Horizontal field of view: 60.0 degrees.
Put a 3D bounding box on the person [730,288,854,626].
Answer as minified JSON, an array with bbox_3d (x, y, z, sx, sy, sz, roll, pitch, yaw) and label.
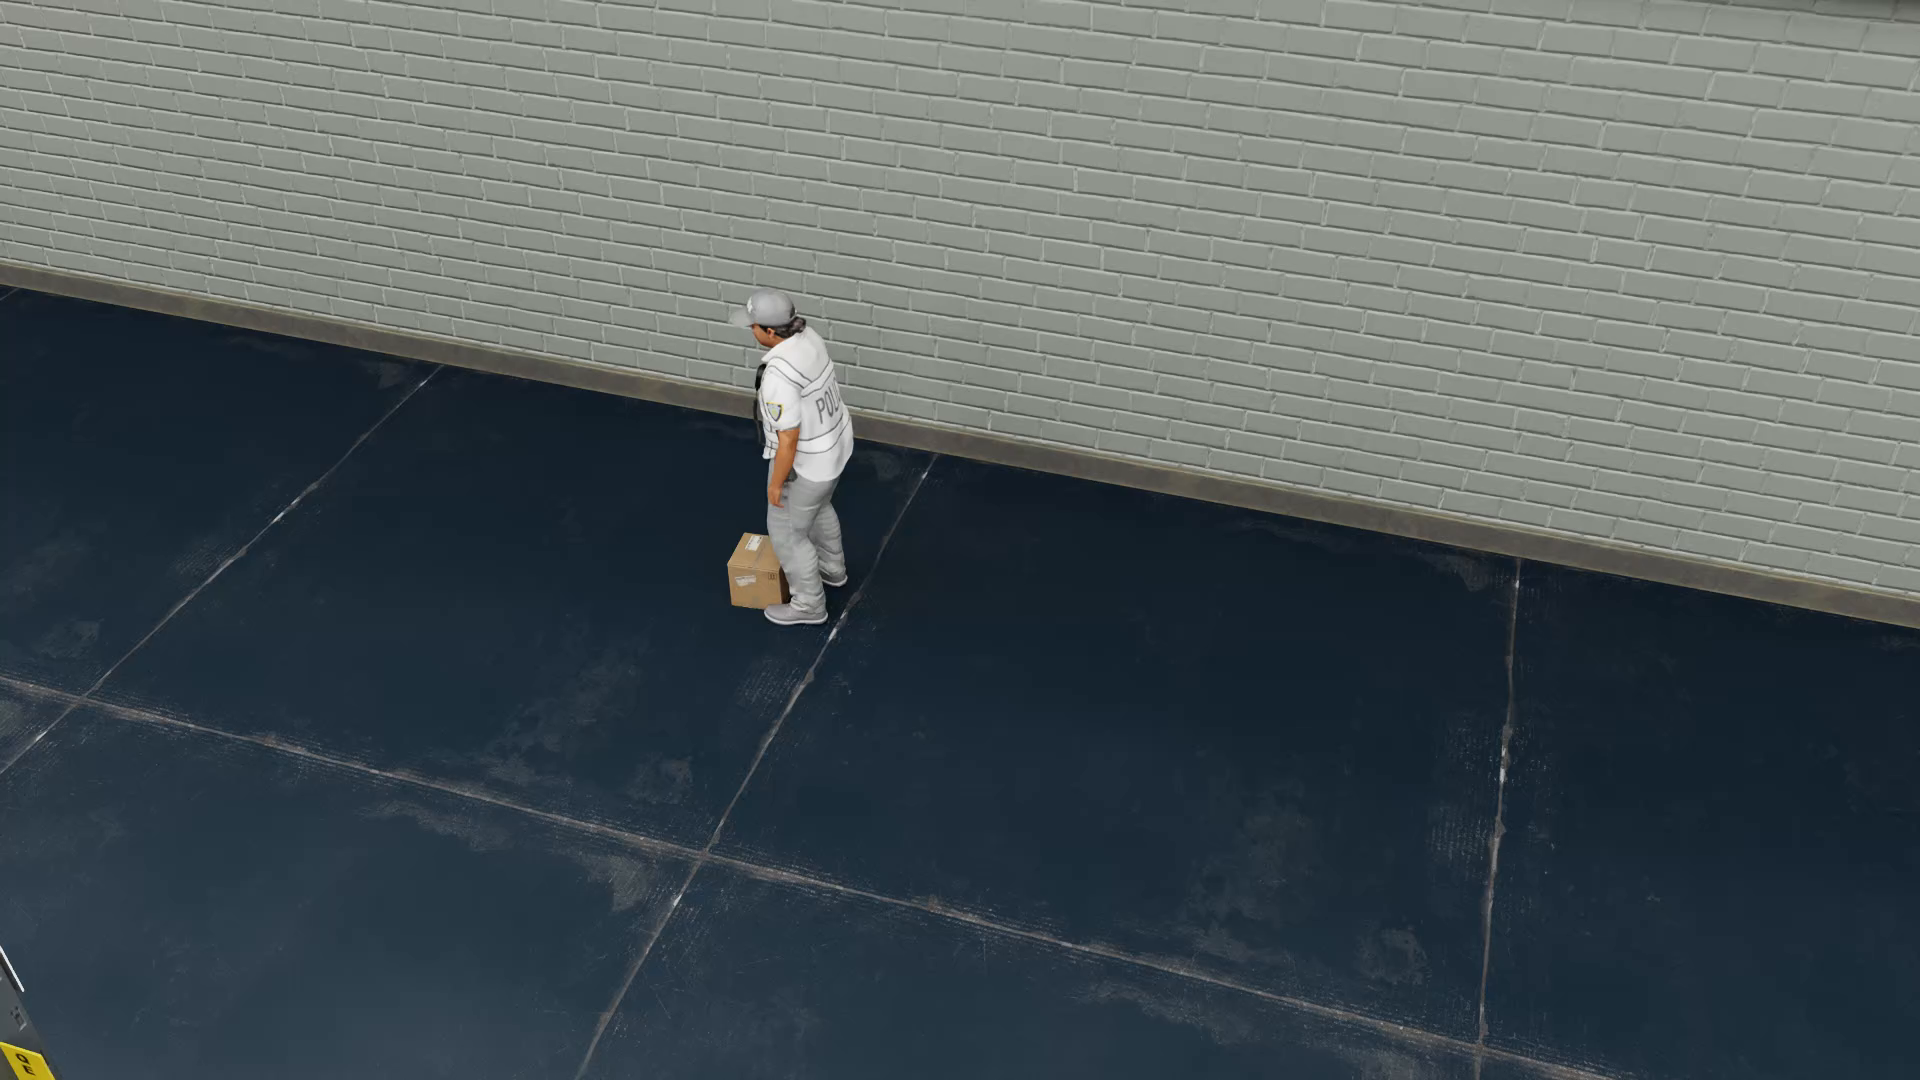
[{"bbox_3d":[-0.722,-0.374,7.376,0.472,1.666,0.551,10,38,13],"label":"person"}]
